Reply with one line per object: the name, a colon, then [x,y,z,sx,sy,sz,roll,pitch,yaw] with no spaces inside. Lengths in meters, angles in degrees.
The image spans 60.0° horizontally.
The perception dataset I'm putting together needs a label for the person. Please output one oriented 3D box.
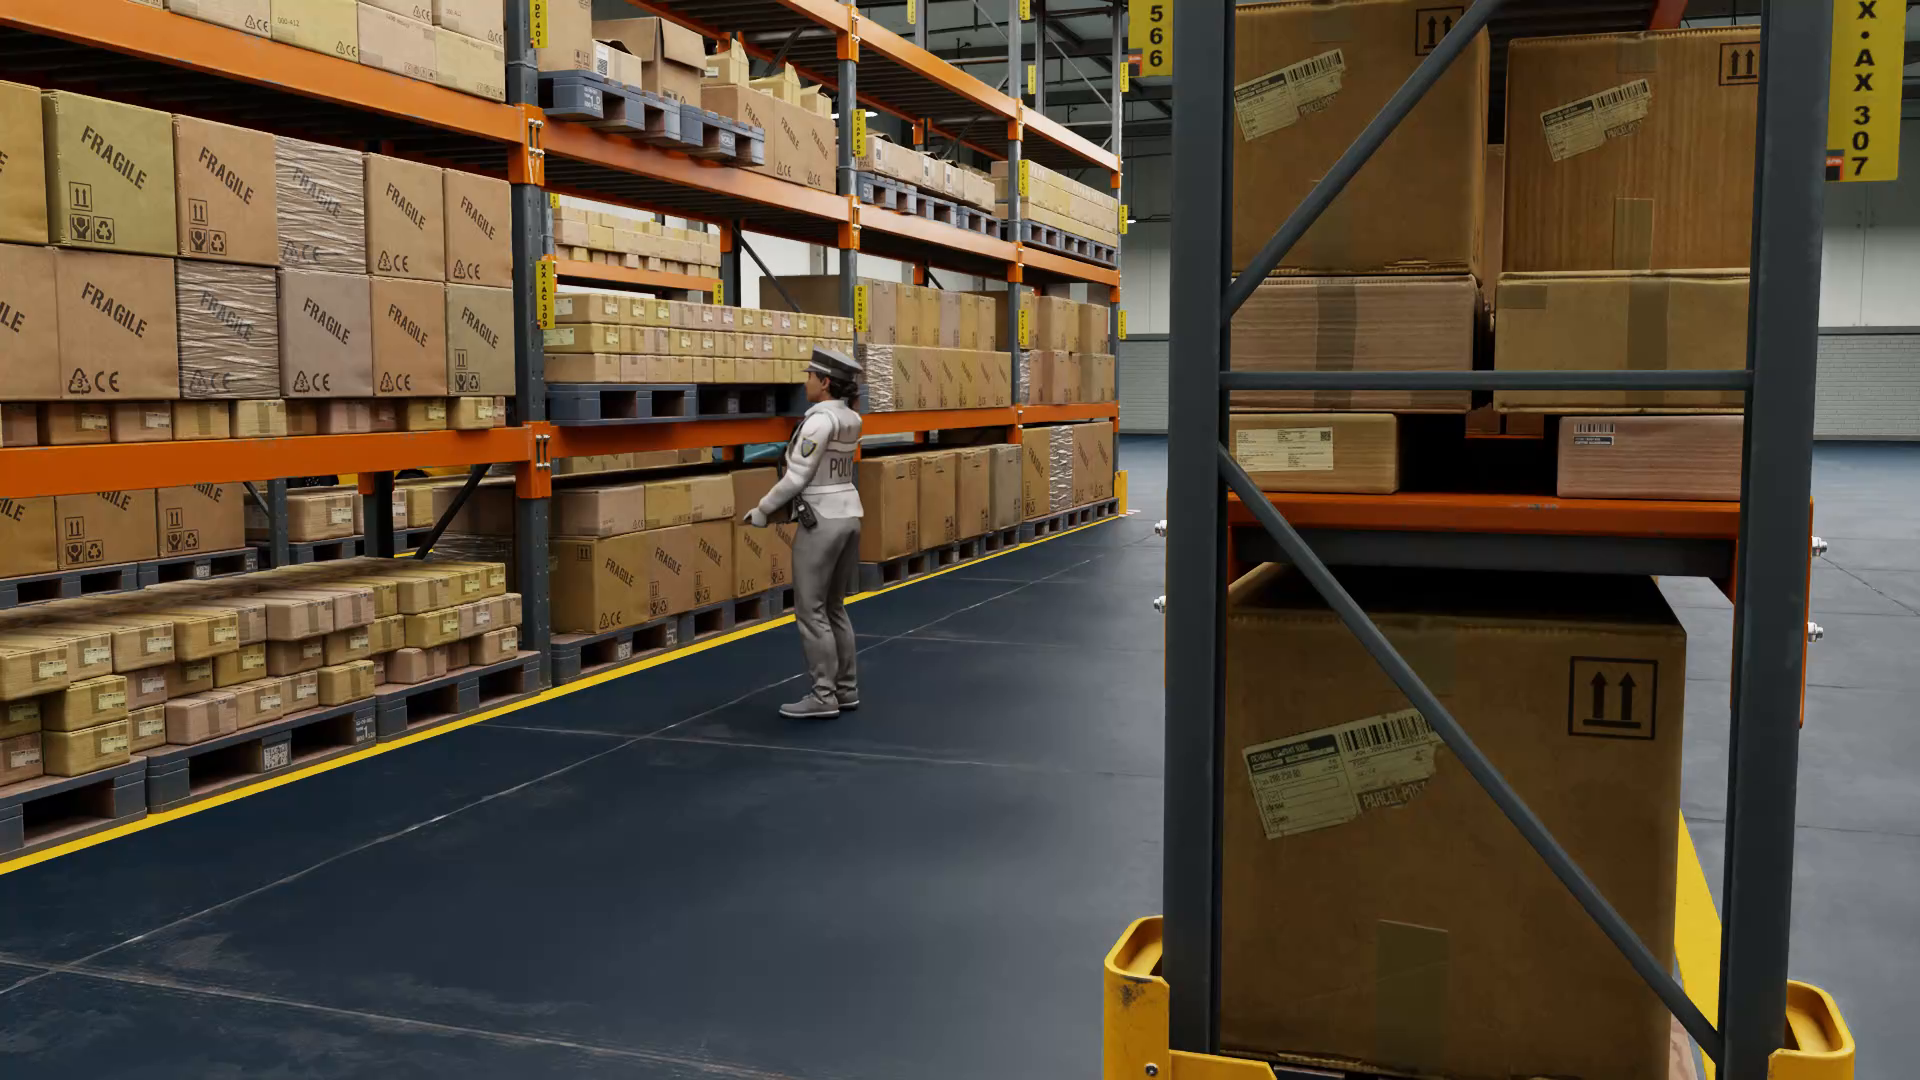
person: [-0.691,-0.045,7.608,0.532,1.690,0.459,2,6,19]
